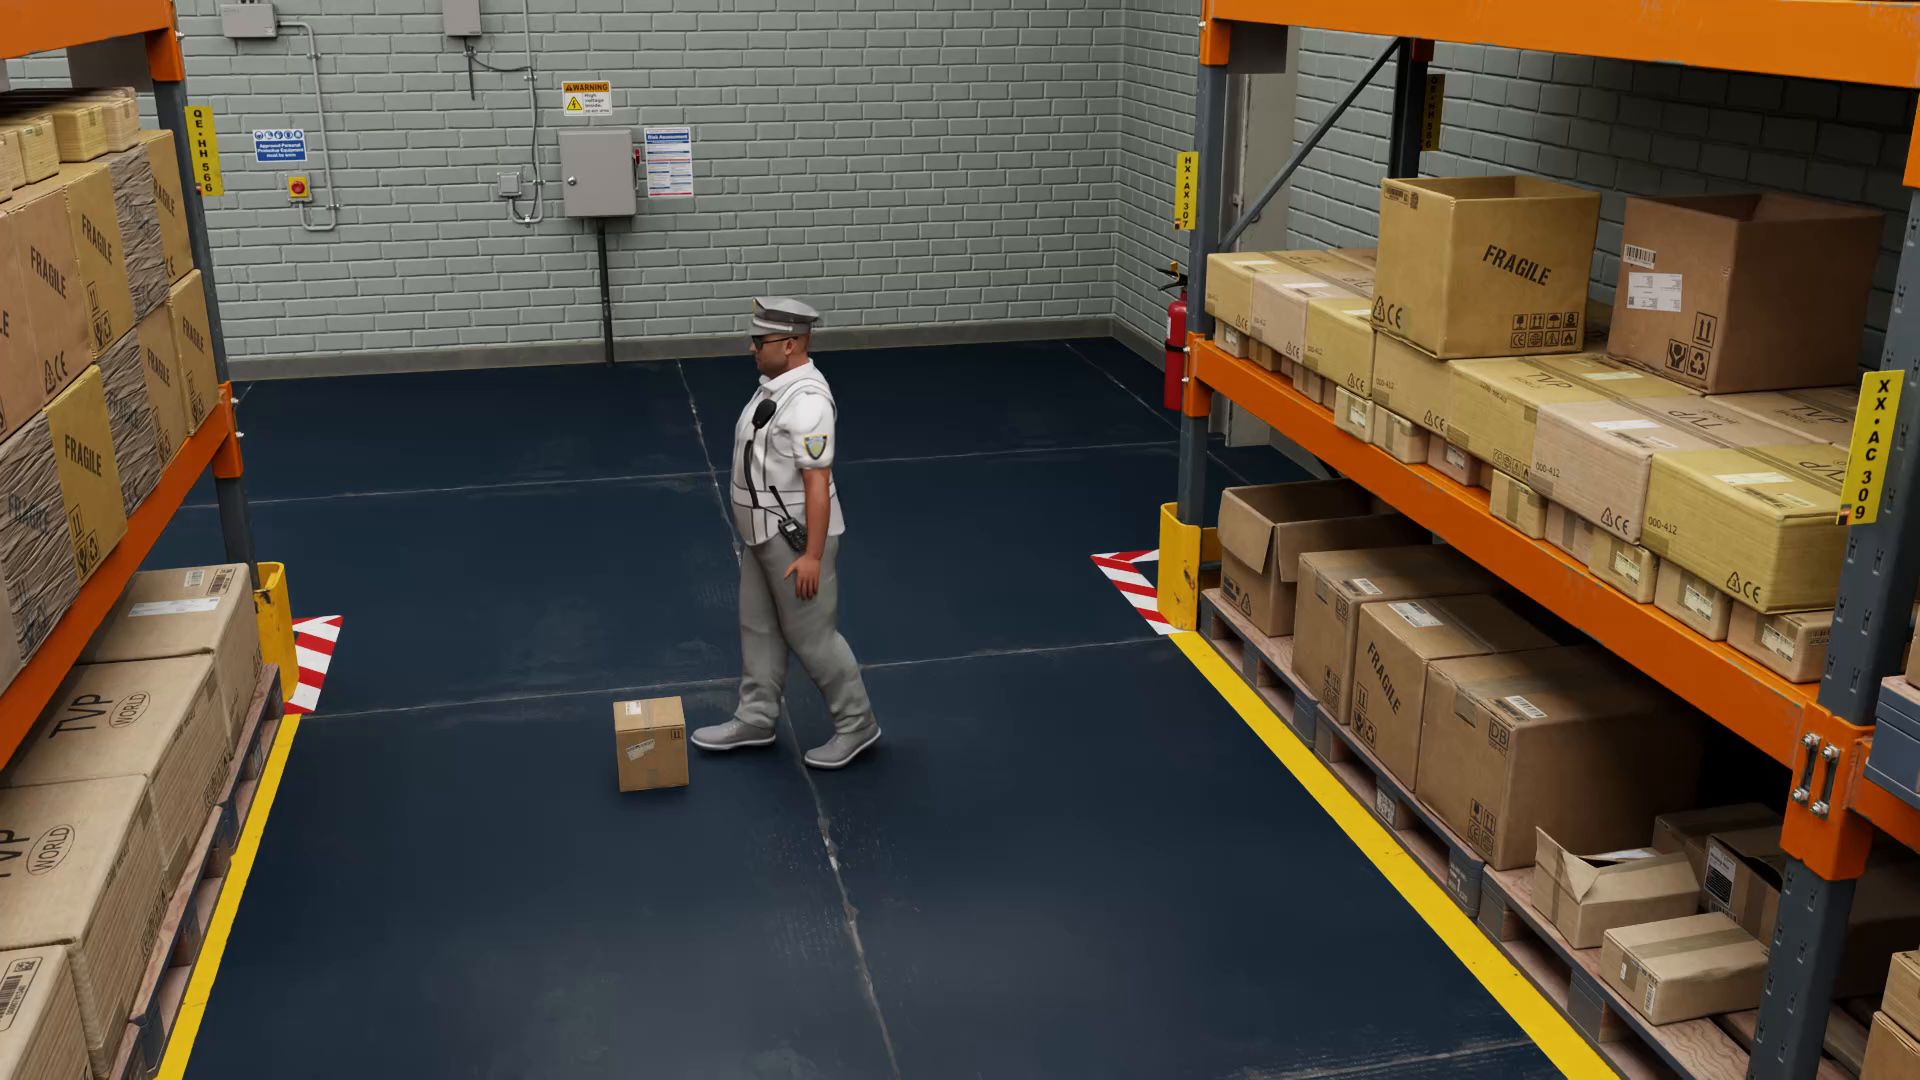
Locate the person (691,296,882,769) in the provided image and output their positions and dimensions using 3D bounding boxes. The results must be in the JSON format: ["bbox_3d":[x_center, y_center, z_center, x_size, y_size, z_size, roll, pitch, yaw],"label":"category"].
[{"bbox_3d":[-0.663,-0.019,6.081,0.701,1.760,0.550,-6,20,-17],"label":"person"}]
